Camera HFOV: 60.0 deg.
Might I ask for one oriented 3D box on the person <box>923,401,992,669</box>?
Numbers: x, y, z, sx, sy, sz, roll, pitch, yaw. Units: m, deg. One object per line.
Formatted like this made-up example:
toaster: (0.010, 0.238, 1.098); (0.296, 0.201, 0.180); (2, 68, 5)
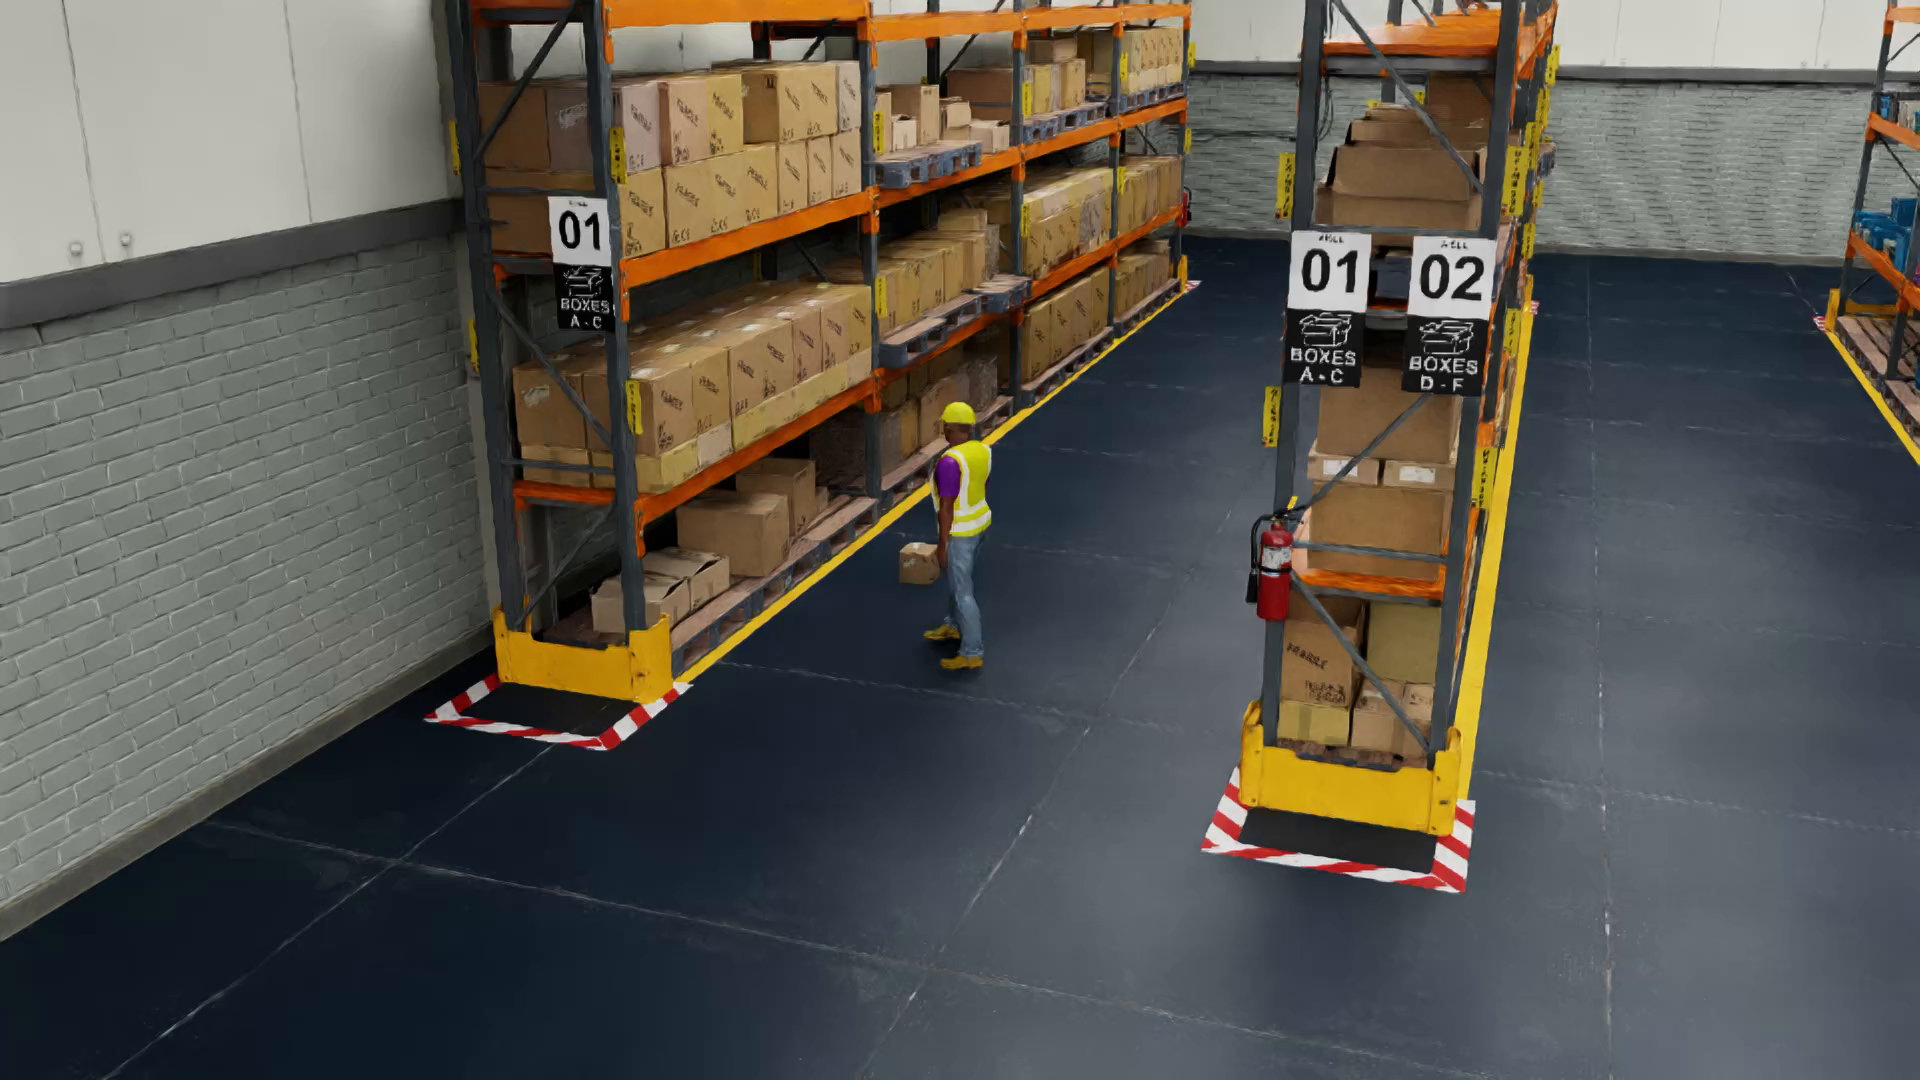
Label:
person: (-0.010, -0.055, 11.200); (0.599, 1.762, 0.634); (9, 21, 25)
